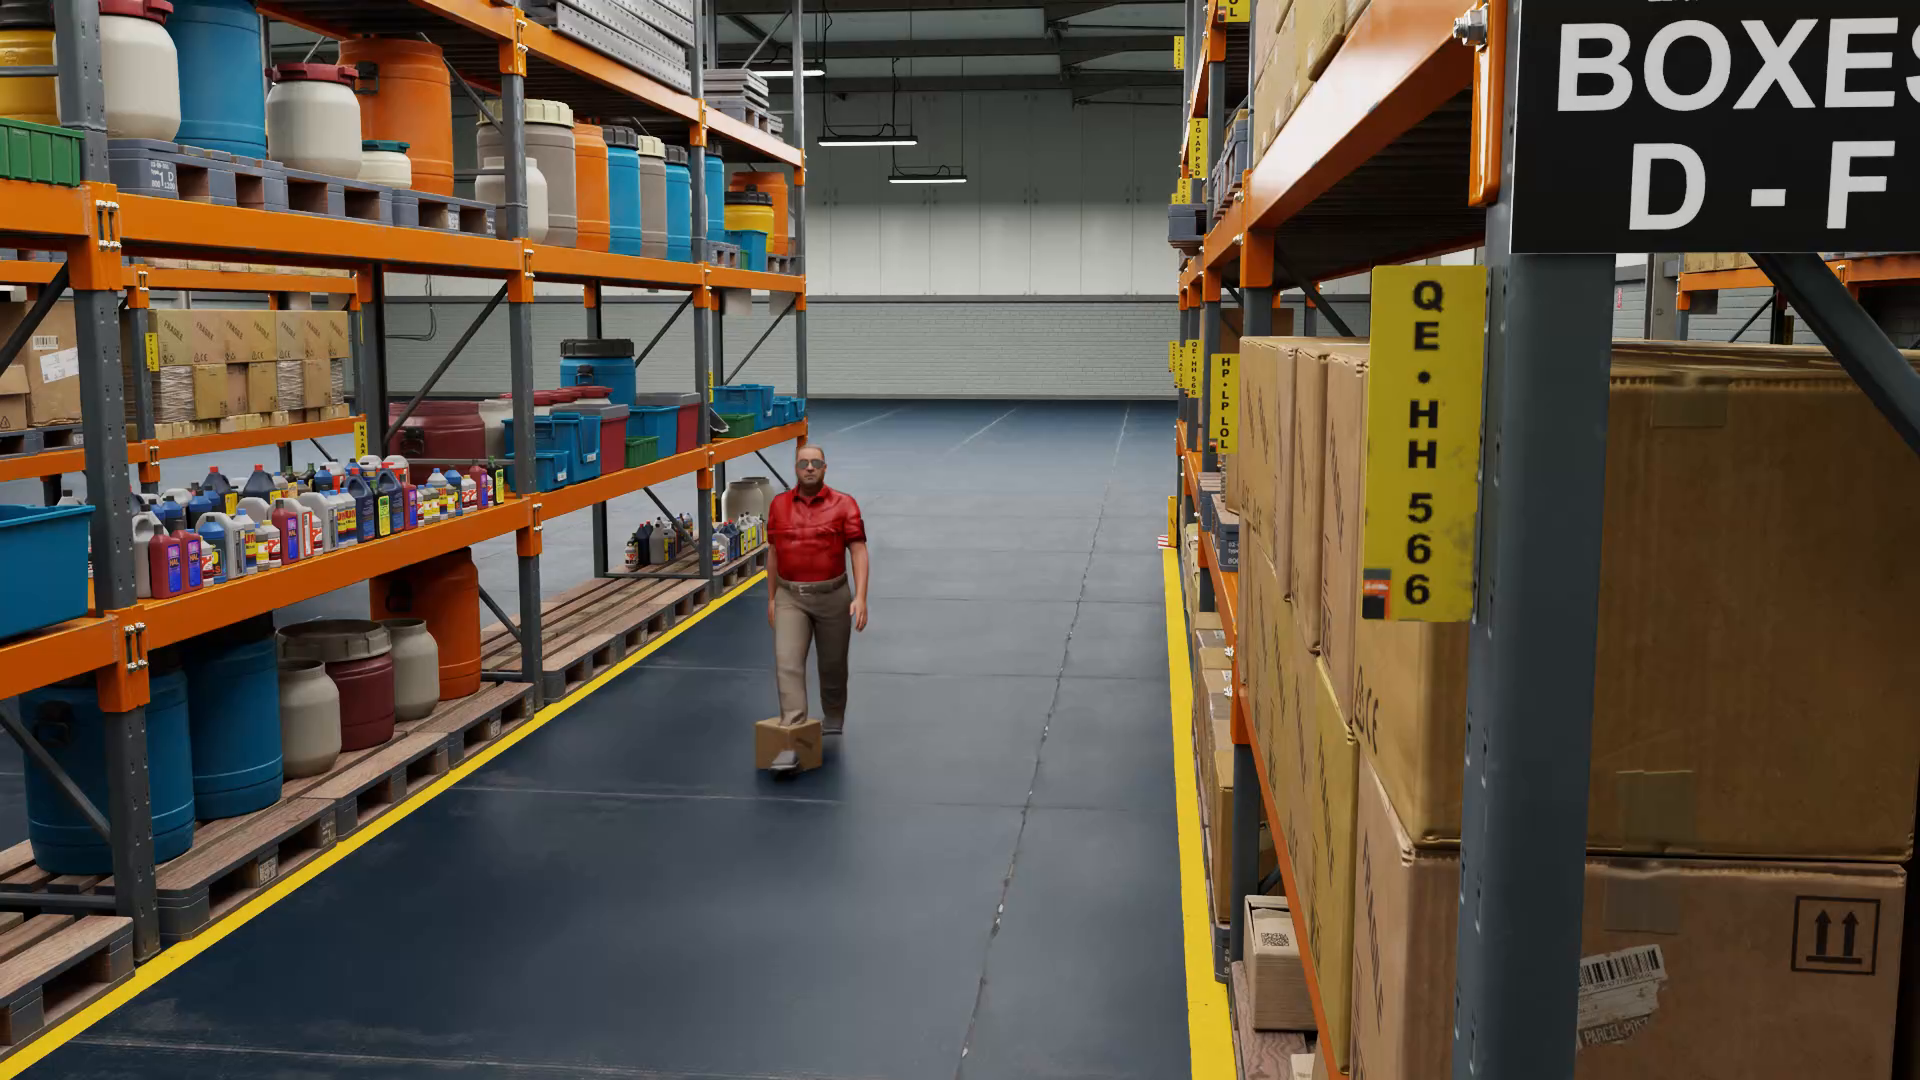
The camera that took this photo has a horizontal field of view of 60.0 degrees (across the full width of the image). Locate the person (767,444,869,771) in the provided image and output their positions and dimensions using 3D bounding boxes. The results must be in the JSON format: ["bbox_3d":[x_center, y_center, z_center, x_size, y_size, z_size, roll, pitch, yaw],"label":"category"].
[{"bbox_3d":[-0.772,0.327,8.880,0.579,1.671,1.037,0,8,1],"label":"person"}]
